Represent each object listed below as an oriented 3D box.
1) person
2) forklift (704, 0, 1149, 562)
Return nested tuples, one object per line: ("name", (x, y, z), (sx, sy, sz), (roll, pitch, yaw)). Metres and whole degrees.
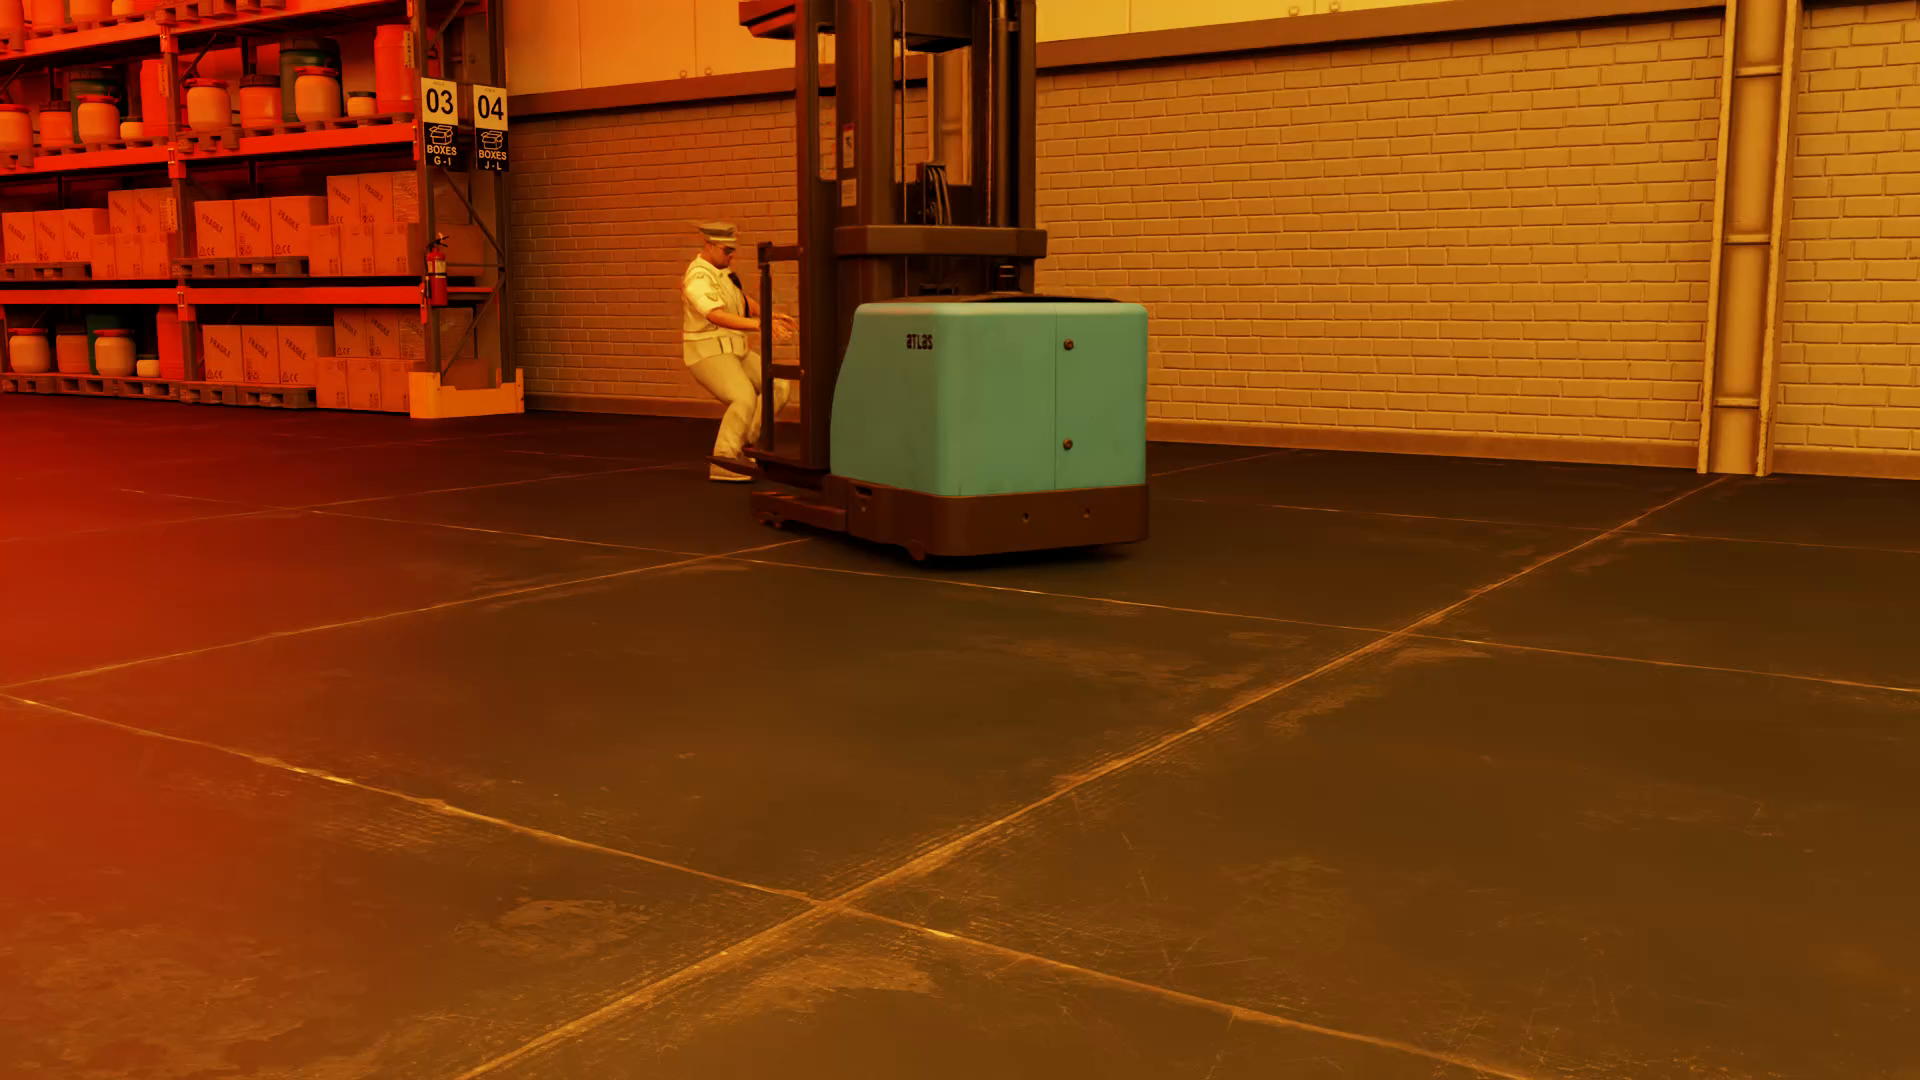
("person", (-1.334, -1.181, 10.328), (0.781, 1.560, 0.894), (2, 8, 13))
("forklift", (-0.371, -1.529, 7.947), (1.130, 2.935, 3.031), (-5, 9, -30))
